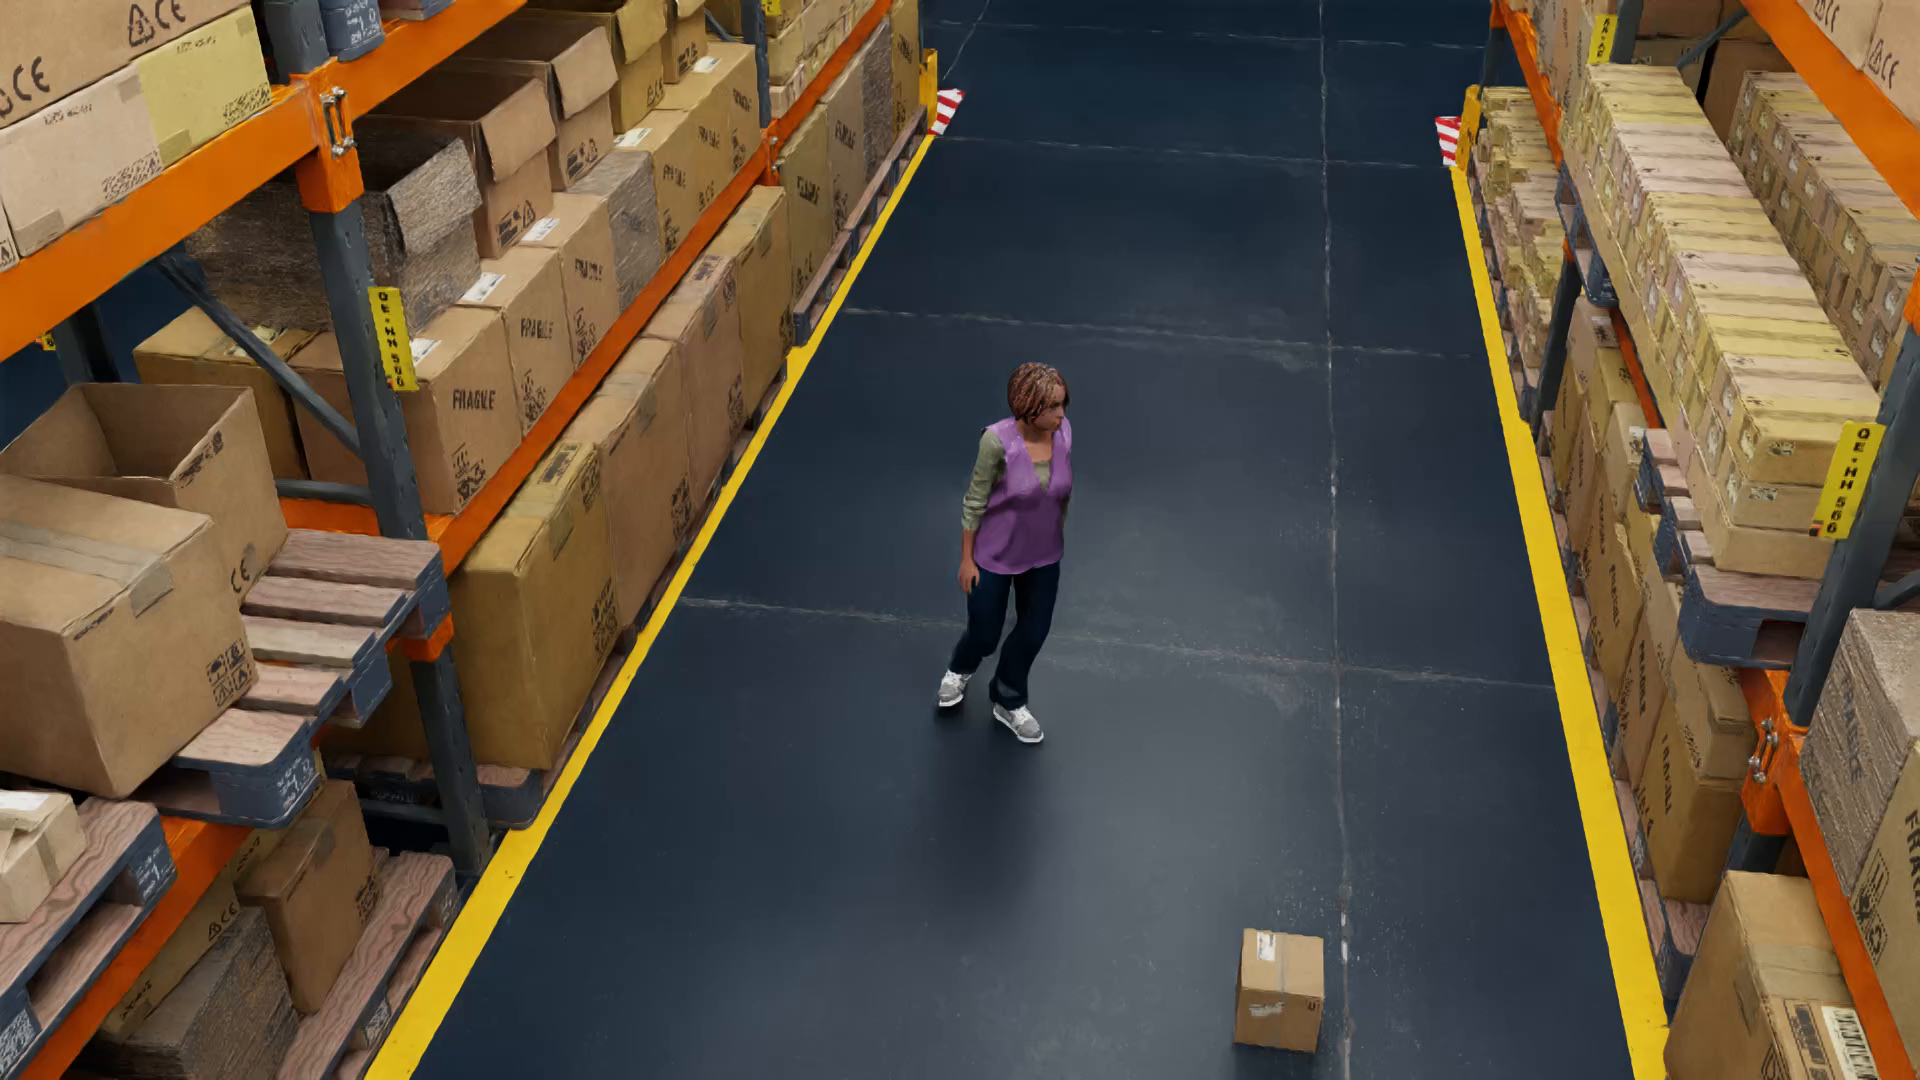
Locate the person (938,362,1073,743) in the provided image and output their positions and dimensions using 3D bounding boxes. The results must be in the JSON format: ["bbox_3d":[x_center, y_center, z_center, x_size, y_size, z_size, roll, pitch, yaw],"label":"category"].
[{"bbox_3d":[0.165,0.023,6.113,0.471,1.587,0.499,-15,36,-22],"label":"person"}]
